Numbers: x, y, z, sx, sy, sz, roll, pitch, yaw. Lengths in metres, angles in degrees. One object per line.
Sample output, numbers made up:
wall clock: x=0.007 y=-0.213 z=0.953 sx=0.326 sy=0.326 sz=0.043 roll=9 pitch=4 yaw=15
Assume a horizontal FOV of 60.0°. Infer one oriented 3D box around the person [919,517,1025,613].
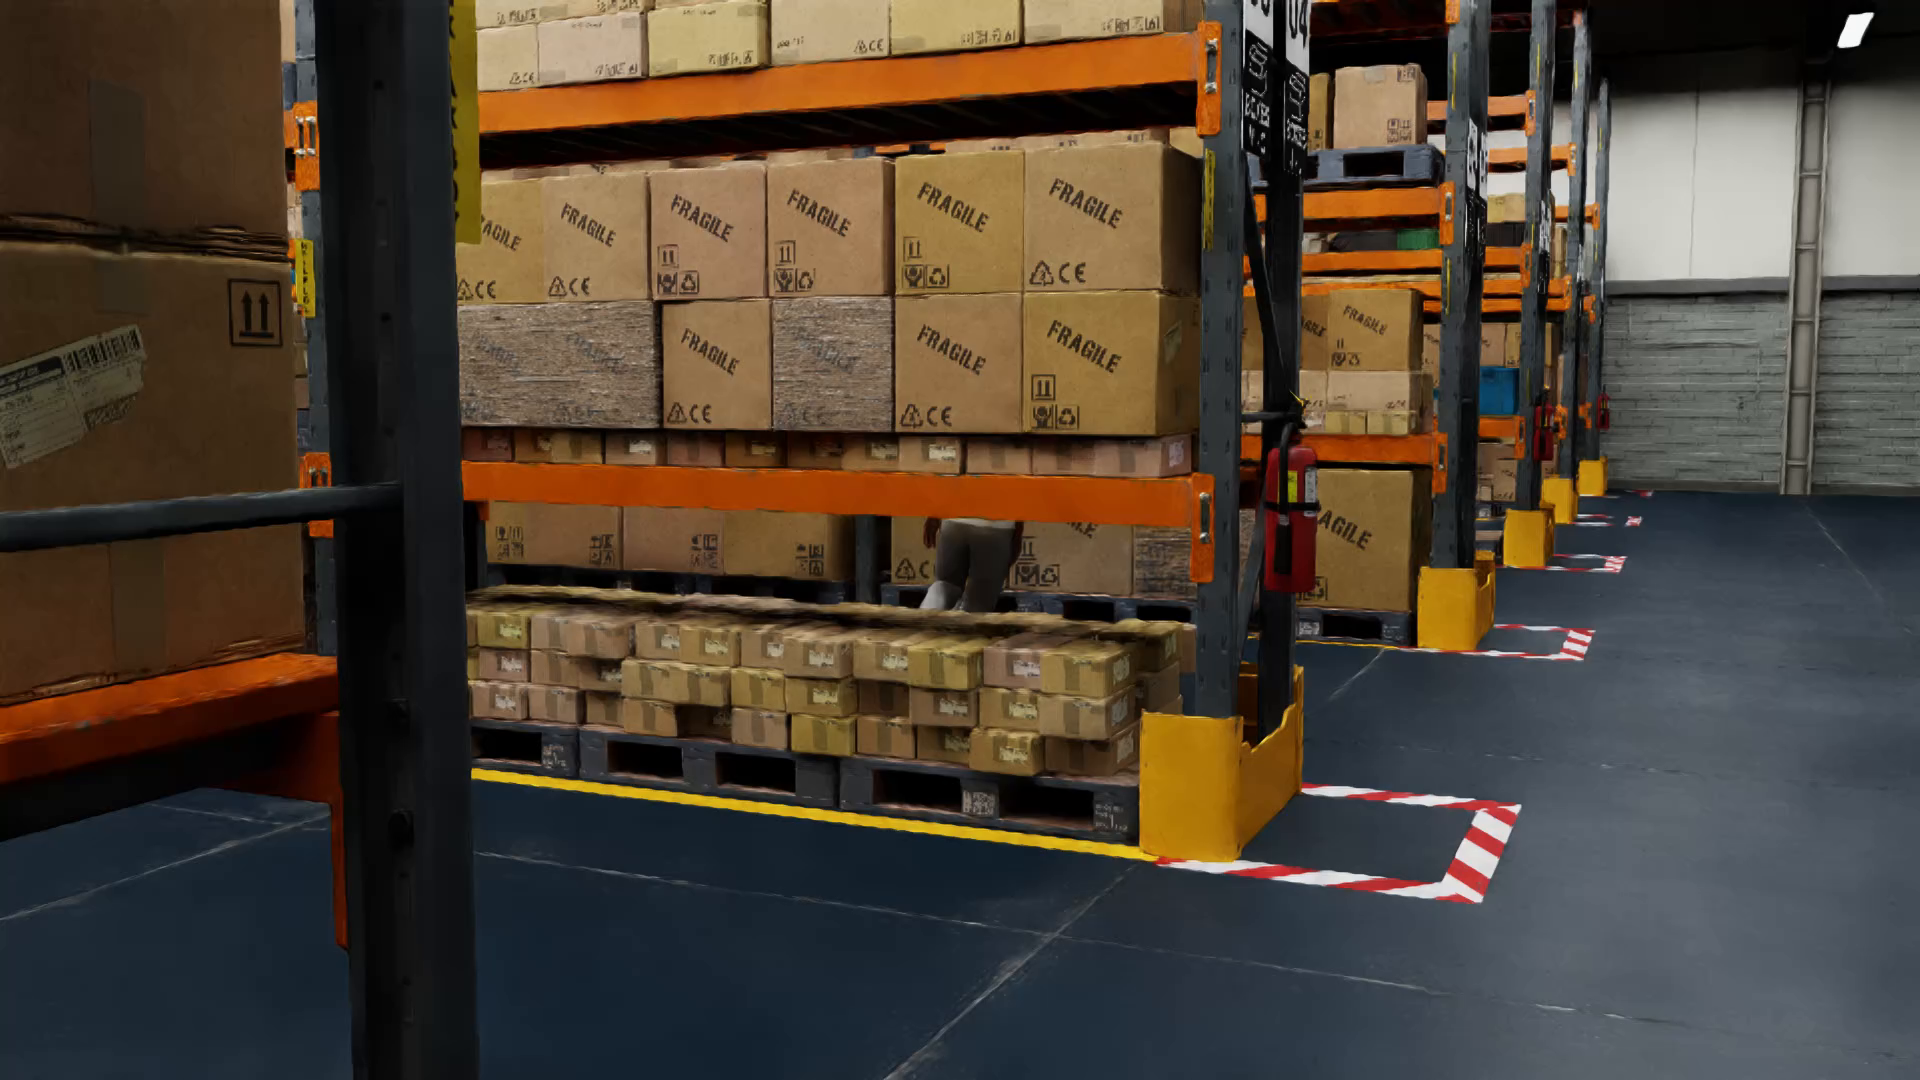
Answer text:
person: x=0.084 y=-0.064 z=8.711 sx=0.630 sy=1.717 sz=0.649 roll=3 pitch=6 yaw=25
